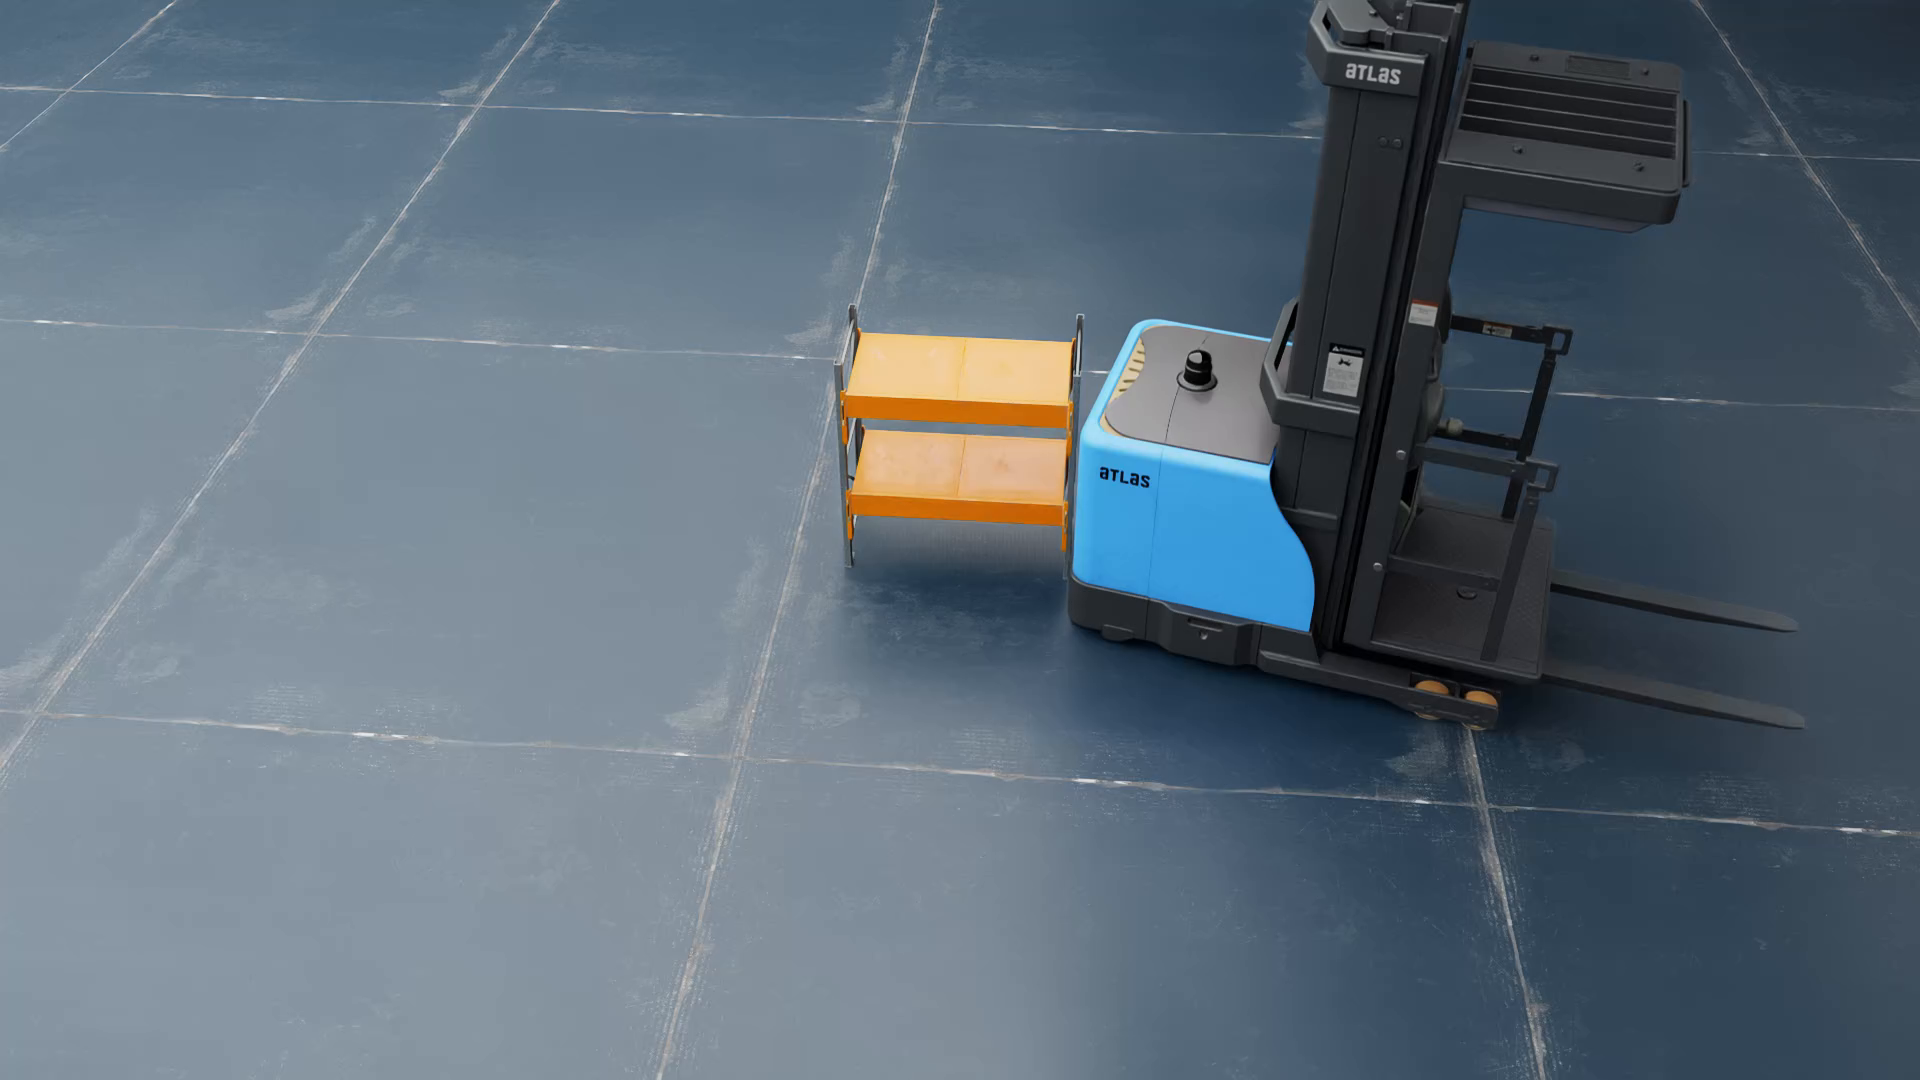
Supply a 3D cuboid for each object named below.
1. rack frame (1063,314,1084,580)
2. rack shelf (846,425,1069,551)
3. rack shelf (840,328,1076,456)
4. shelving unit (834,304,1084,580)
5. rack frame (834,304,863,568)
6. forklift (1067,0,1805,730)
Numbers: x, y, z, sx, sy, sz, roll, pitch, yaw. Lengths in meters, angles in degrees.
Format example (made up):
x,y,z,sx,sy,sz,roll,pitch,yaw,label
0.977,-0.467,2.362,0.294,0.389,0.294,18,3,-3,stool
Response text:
x,y,z,sx,sy,sz,roll,pitch,yaw,label
0.513,-0.408,7.531,0.032,1.125,0.500,3,39,4,rack frame
0.007,-0.246,7.719,1.000,0.278,0.538,3,39,4,rack shelf
0.007,-0.663,7.380,1.000,0.278,0.538,3,39,4,rack shelf
0.007,-0.436,7.565,1.048,1.125,0.538,3,39,4,shelving unit
-0.500,-0.464,7.599,0.032,1.125,0.500,3,39,4,rack frame
2.053,-0.722,6.486,3.031,2.935,1.130,12,41,15,forklift
